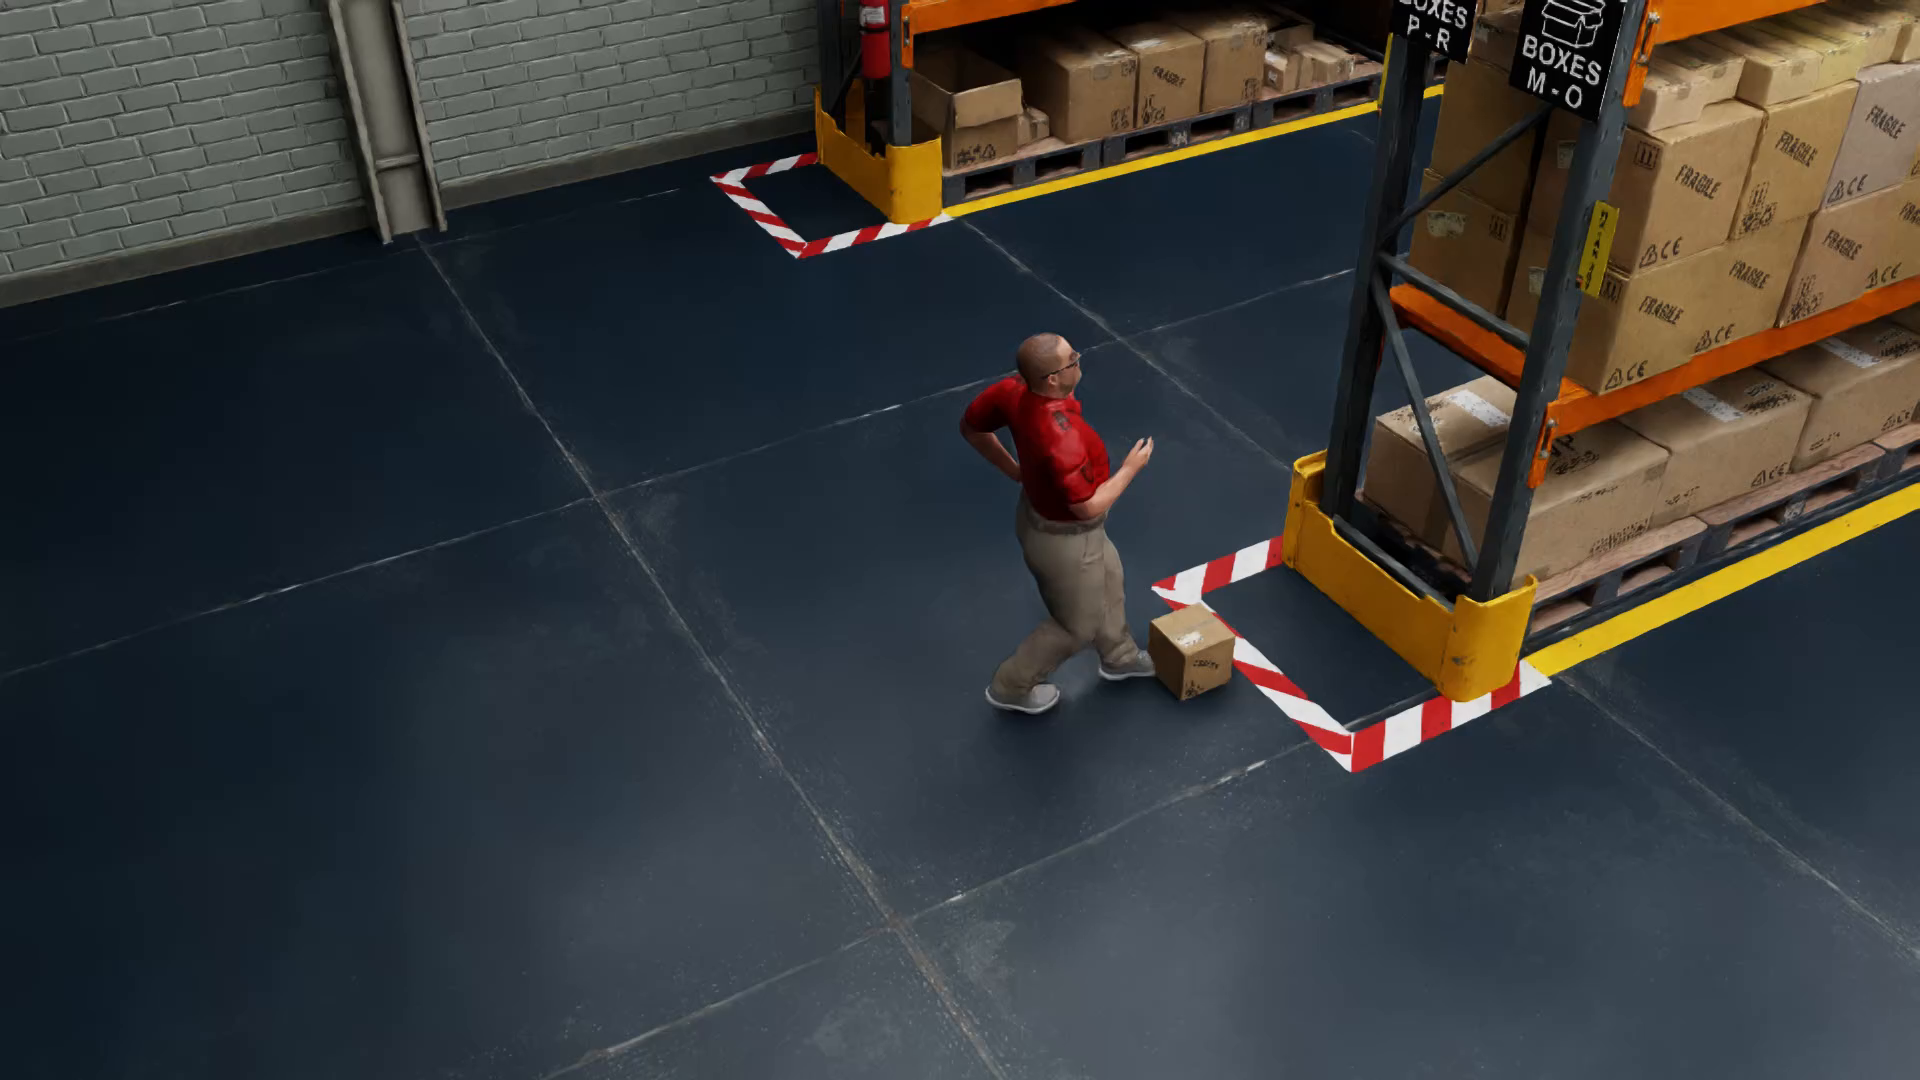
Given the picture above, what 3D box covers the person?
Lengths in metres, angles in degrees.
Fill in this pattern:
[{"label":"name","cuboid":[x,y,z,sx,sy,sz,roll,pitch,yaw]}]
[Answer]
[{"label":"person","cuboid":[0.468,-0.036,6.227,0.854,1.711,0.622,-7,37,-9]}]
